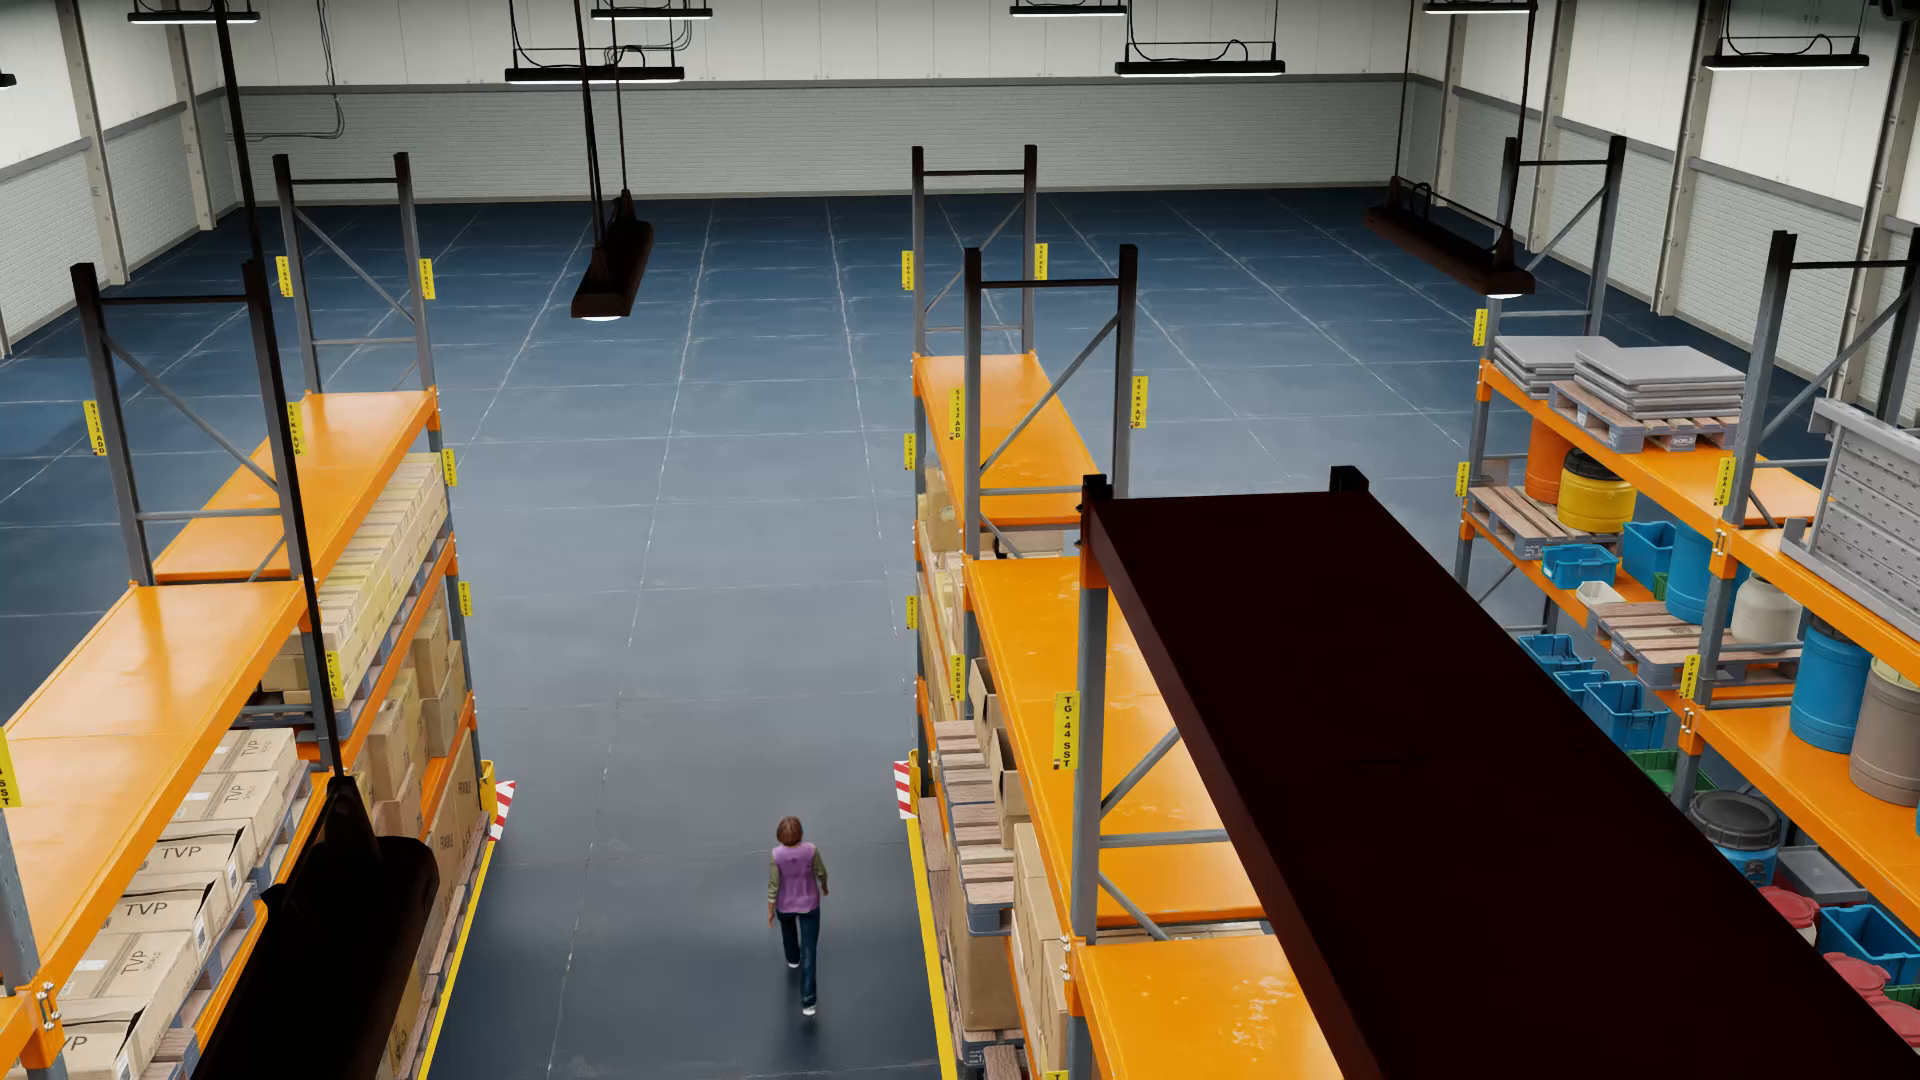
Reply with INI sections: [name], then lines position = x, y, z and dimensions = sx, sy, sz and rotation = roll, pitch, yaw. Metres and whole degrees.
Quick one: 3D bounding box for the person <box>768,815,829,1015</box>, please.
[person]
position = -1.223, 2.747, 12.603
dimensions = 0.472, 1.516, 0.994
rotation = -3, 22, -6
